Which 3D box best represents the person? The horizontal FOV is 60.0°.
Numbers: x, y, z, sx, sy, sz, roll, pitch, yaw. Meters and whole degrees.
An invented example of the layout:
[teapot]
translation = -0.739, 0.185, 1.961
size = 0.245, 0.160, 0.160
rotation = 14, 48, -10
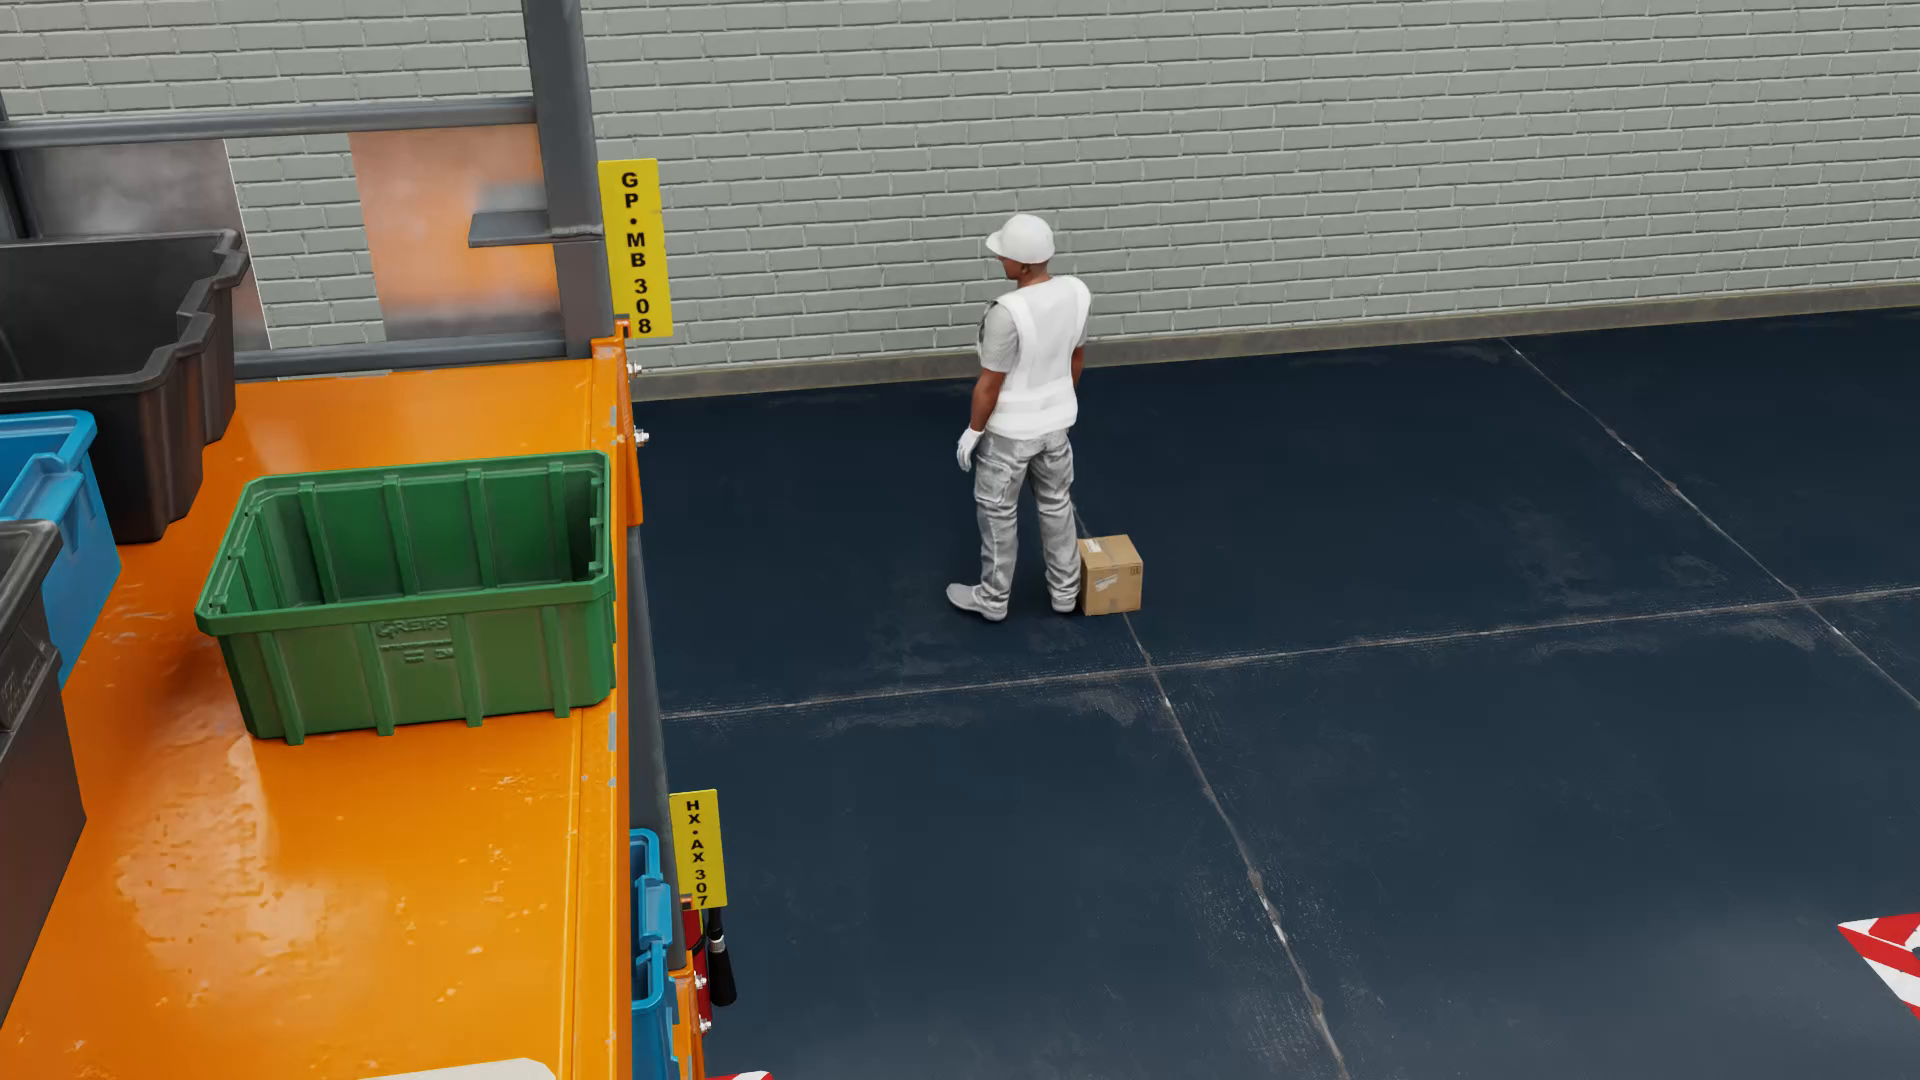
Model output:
[person]
translation = 0.249, -0.489, 6.892
size = 0.617, 1.777, 0.460
rotation = -23, 37, -33
